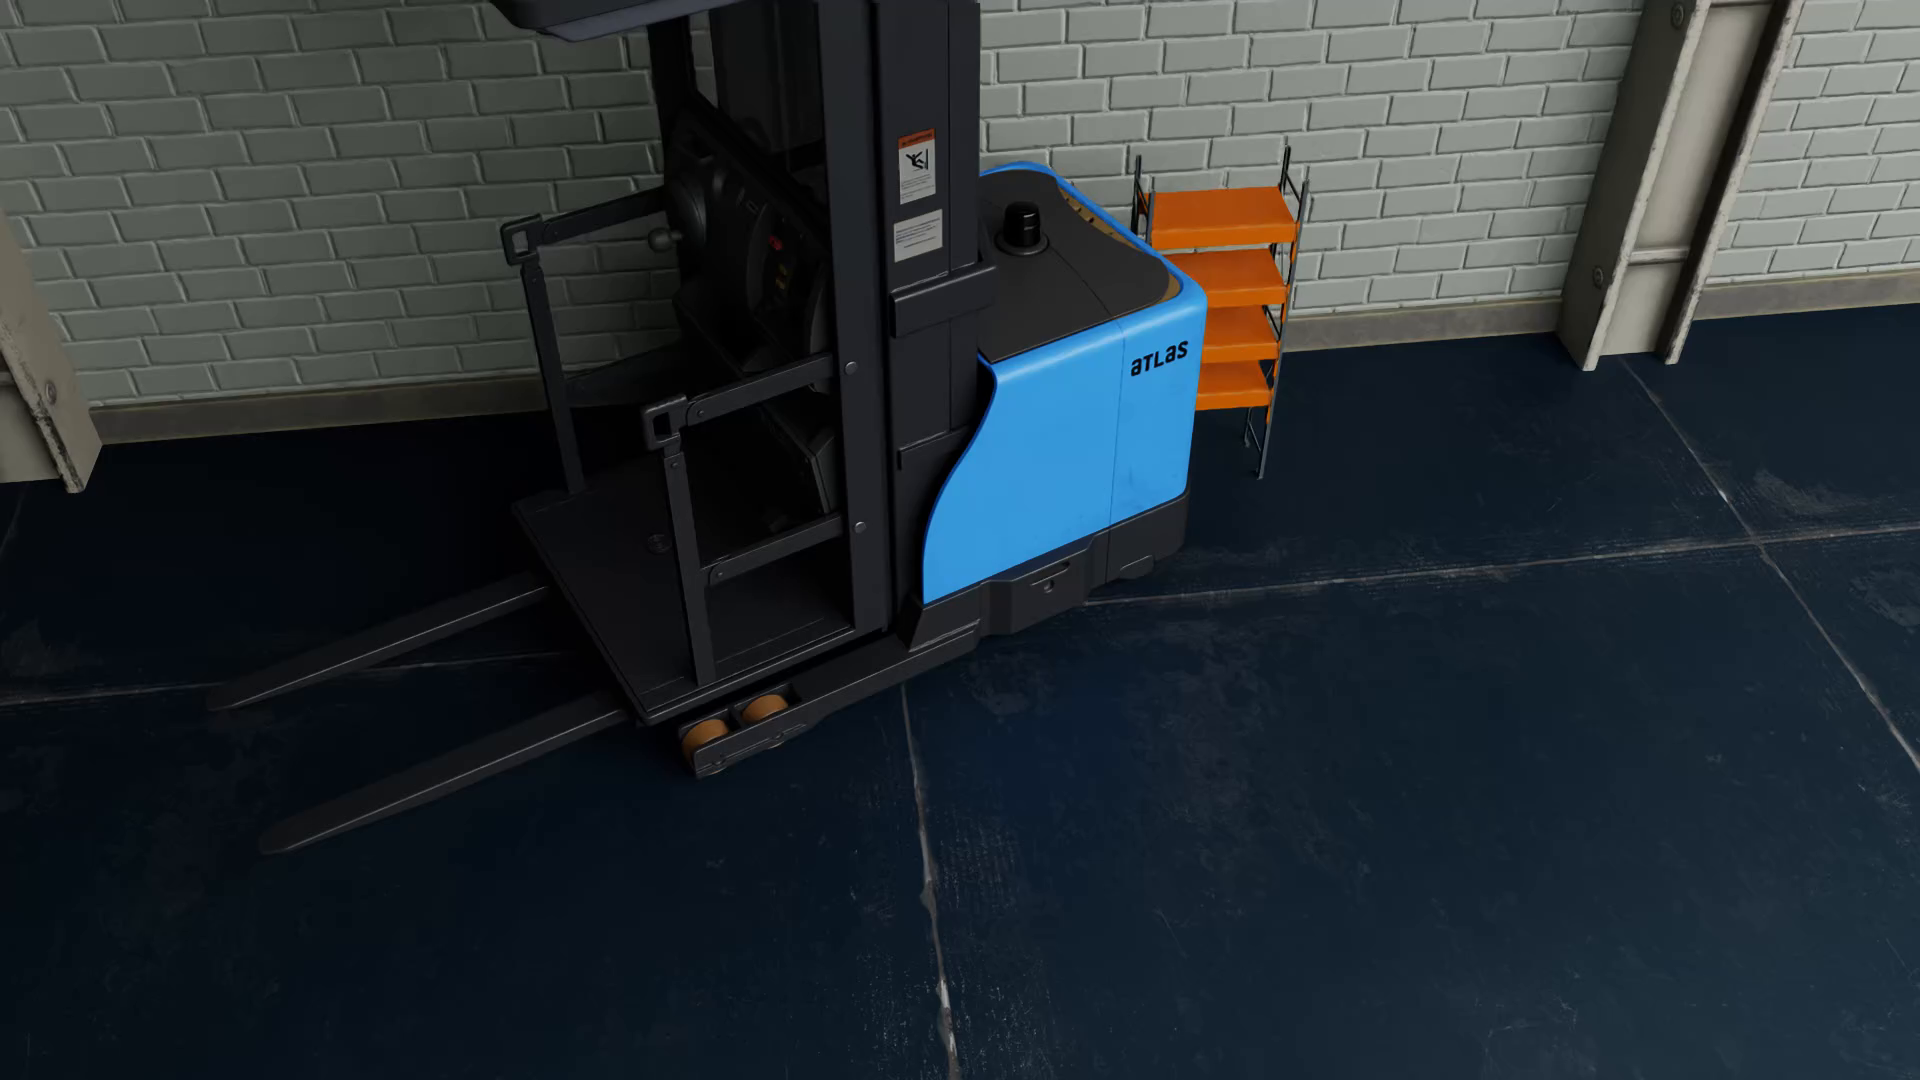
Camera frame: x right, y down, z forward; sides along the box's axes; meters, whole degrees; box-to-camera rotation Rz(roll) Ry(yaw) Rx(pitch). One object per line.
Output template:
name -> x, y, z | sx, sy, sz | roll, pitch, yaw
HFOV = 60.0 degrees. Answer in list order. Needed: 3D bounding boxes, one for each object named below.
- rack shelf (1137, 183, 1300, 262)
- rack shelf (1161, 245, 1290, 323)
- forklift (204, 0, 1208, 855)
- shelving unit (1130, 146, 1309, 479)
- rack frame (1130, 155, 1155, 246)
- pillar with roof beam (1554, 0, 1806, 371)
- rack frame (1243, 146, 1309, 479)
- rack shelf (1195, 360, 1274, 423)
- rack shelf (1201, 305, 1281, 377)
rack shelf -> 0.827, -1.018, 5.397 | 0.480, 0.148, 0.258 | -4, 42, -5
rack shelf -> 0.827, -0.843, 5.555 | 0.480, 0.148, 0.258 | -4, 42, -5
forklift -> -0.763, -0.794, 4.442 | 3.031, 2.935, 1.130 | -22, 47, -23
shelving unit -> 0.827, -0.727, 5.660 | 0.503, 1.200, 0.258 | -4, 42, -5
rack frame -> 0.585, -0.709, 5.640 | 0.015, 1.200, 0.240 | -4, 42, -5
pillar with roof beam -> 3.158, -1.260, 0.429 | 0.400, 9.000, 9.100 | -5, 42, -6
rack frame -> 1.070, -0.745, 5.680 | 0.015, 1.200, 0.240 | -4, 42, -5
rack shelf -> 0.827, -0.529, 5.838 | 0.480, 0.148, 0.258 | -4, 42, -5
rack shelf -> 0.827, -0.677, 5.705 | 0.480, 0.148, 0.258 | -4, 42, -5
